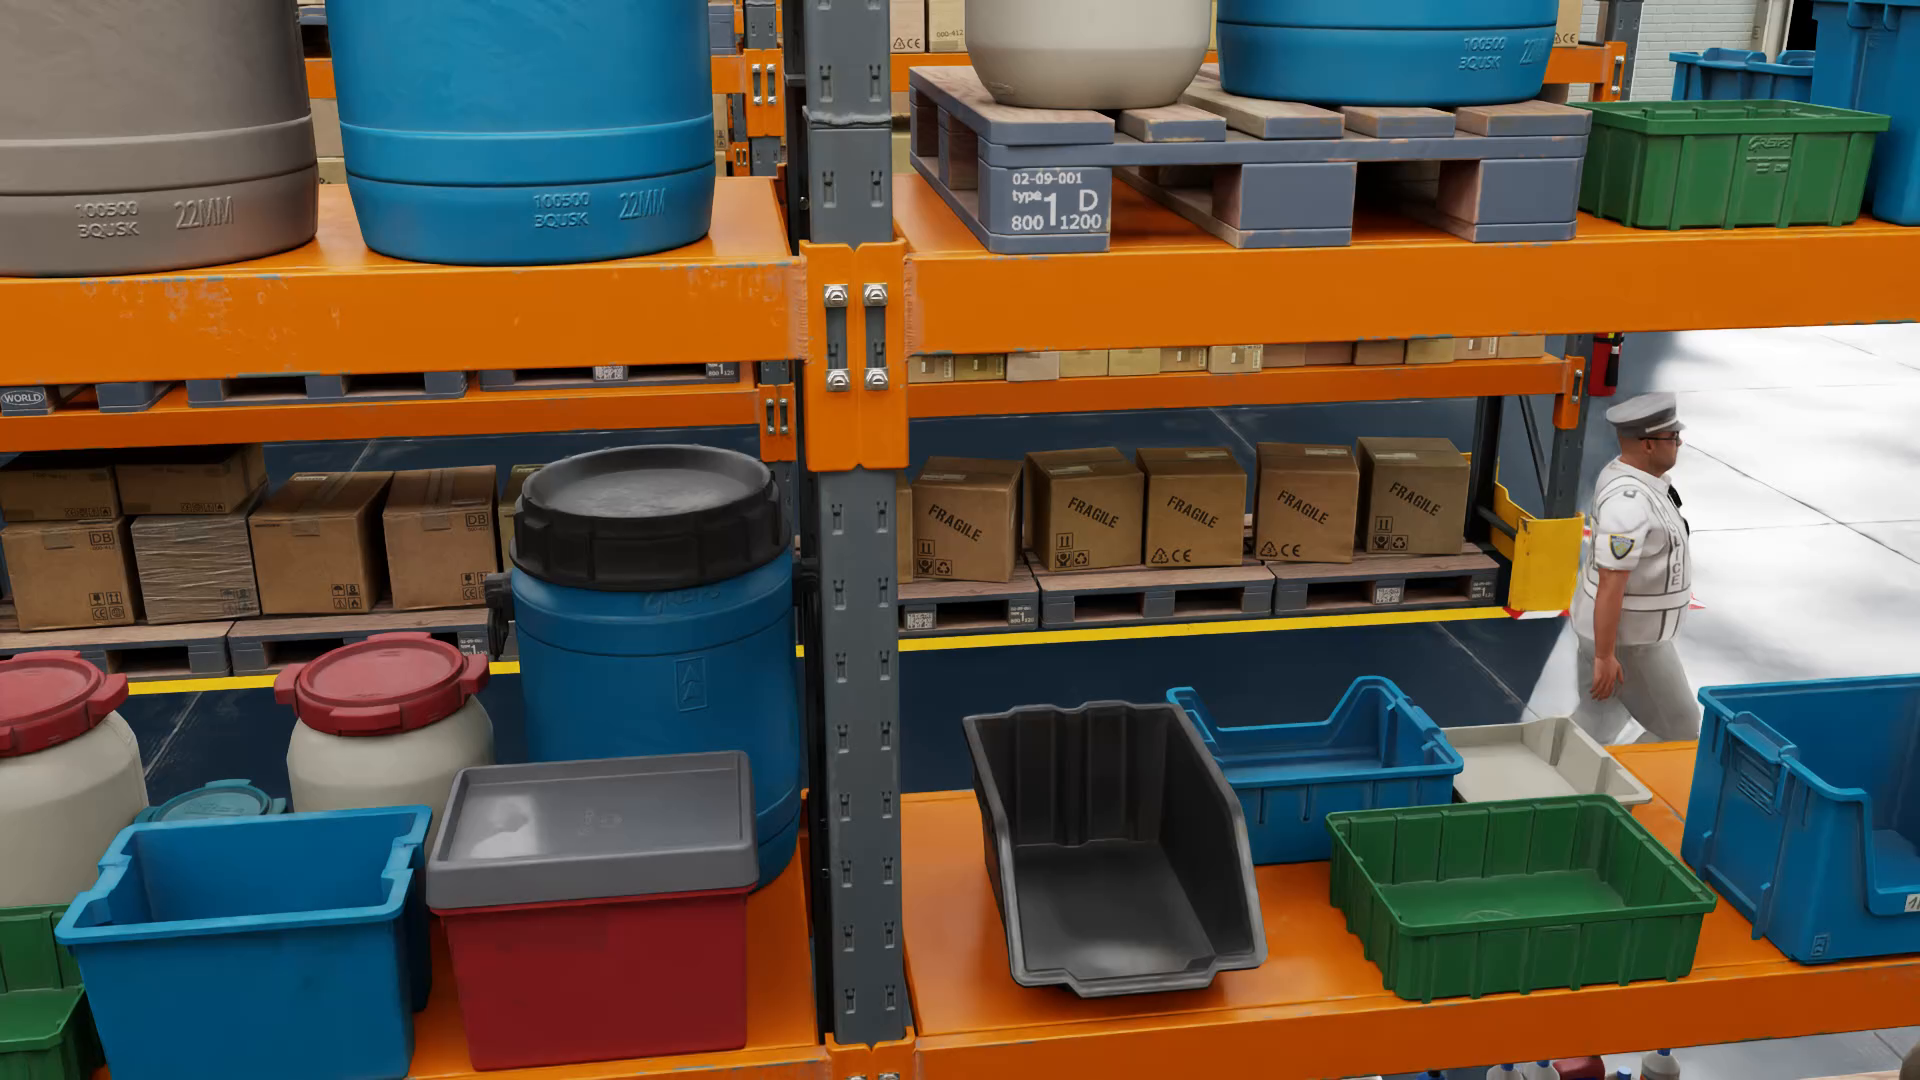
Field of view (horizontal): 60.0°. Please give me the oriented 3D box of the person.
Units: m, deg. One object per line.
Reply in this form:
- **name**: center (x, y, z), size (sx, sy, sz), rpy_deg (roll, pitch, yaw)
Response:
- **person**: center (2.473, 0.352, 6.073), size (0.499, 1.833, 0.586), rpy_deg (6, 21, 16)
